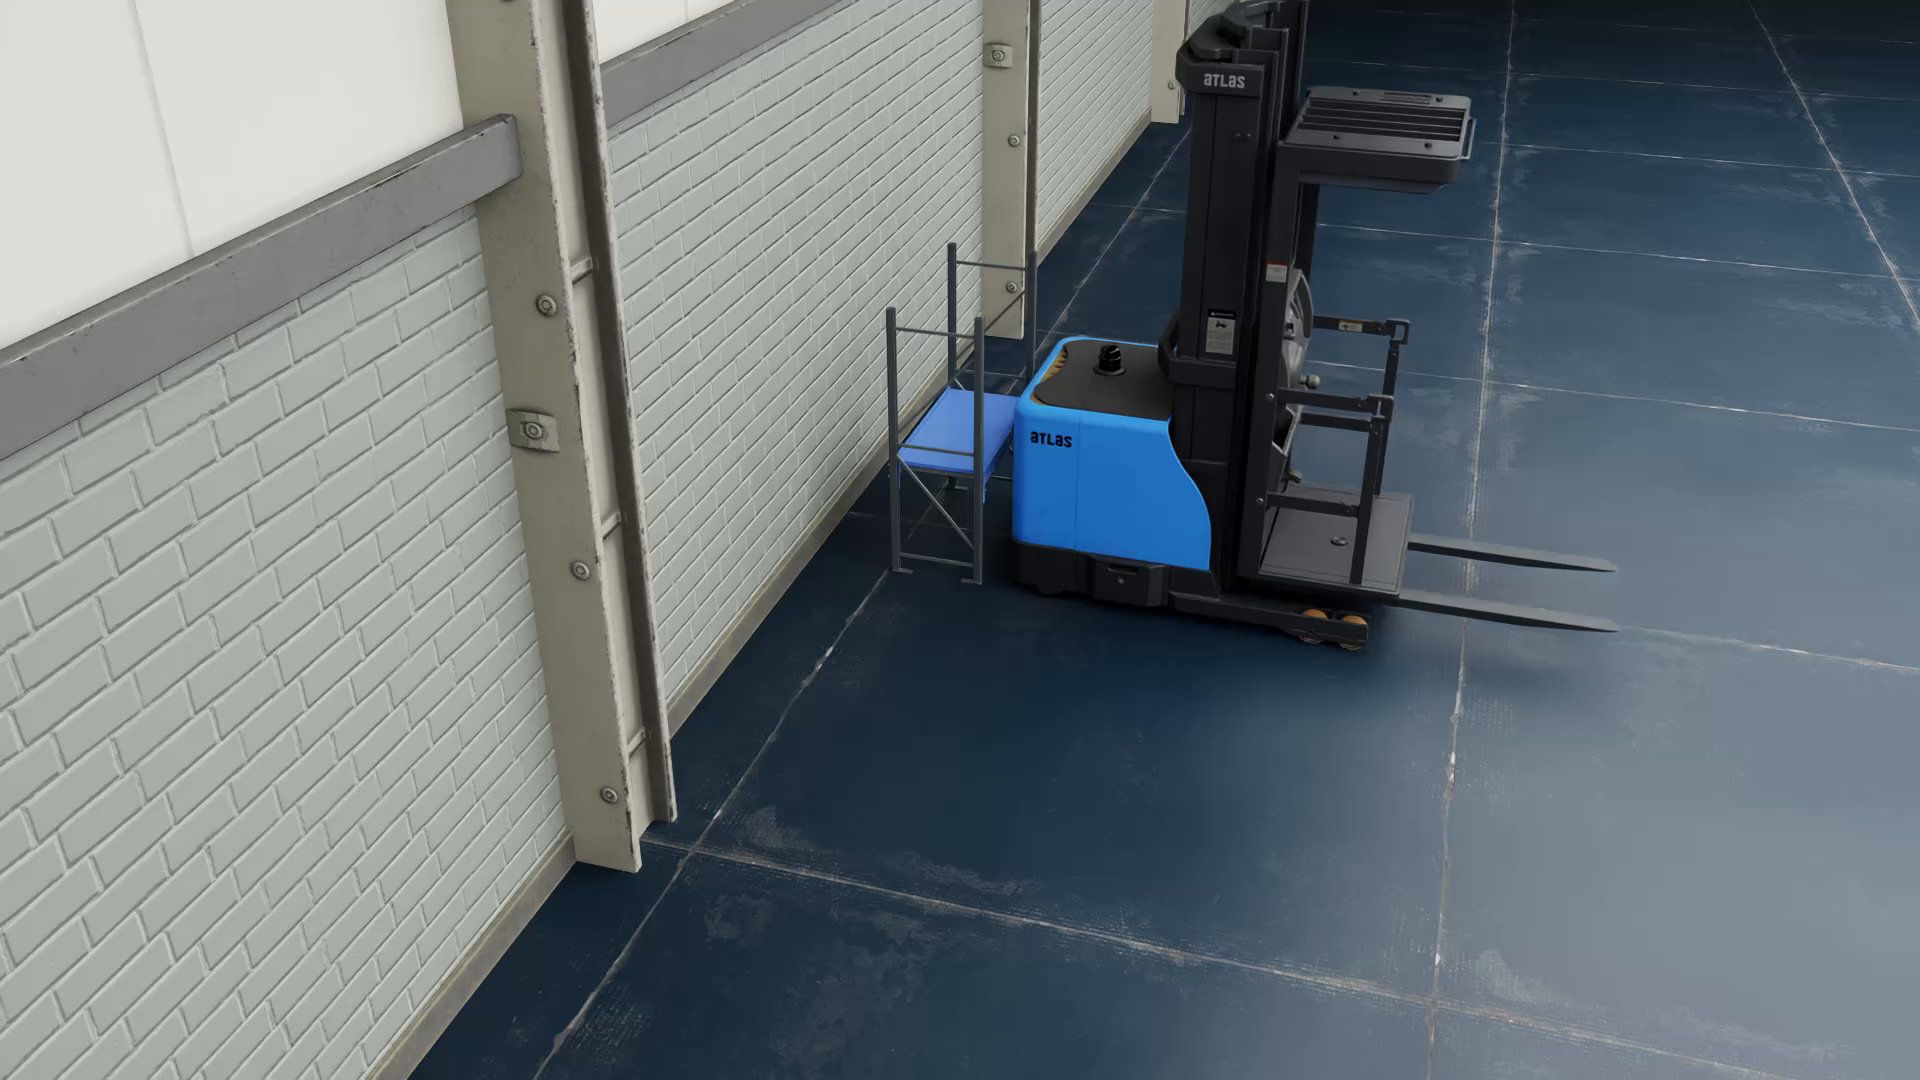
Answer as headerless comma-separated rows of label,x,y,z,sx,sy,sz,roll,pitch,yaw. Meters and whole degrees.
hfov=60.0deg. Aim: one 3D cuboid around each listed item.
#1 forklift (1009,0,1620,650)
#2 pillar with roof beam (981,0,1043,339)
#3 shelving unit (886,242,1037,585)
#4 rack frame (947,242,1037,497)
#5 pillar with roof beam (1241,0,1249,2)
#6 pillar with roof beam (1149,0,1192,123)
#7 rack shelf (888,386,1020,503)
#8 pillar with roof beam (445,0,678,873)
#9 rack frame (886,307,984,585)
forklift,1.832,-1.025,8.078,3.031,2.935,1.130,9,30,15
pillar with roof beam,4.463,-4.858,8.726,9.100,9.000,0.400,8,30,15
shelving unit,0.025,-0.695,8.957,0.538,1.500,1.048,8,30,15
rack frame,0.174,-0.931,9.381,0.500,1.500,0.032,8,30,15
pillar with roof beam,7.985,-10.435,18.751,9.100,9.000,0.400,8,30,15
pillar with roof beam,6.224,-7.646,13.739,9.100,9.000,0.400,8,30,15
rack shelf,0.025,-0.538,9.044,0.538,0.185,1.000,8,30,15
pillar with roof beam,2.701,-2.070,3.714,9.100,9.000,0.400,8,30,15
rack frame,-0.124,-0.459,8.532,0.500,1.500,0.032,8,30,15
